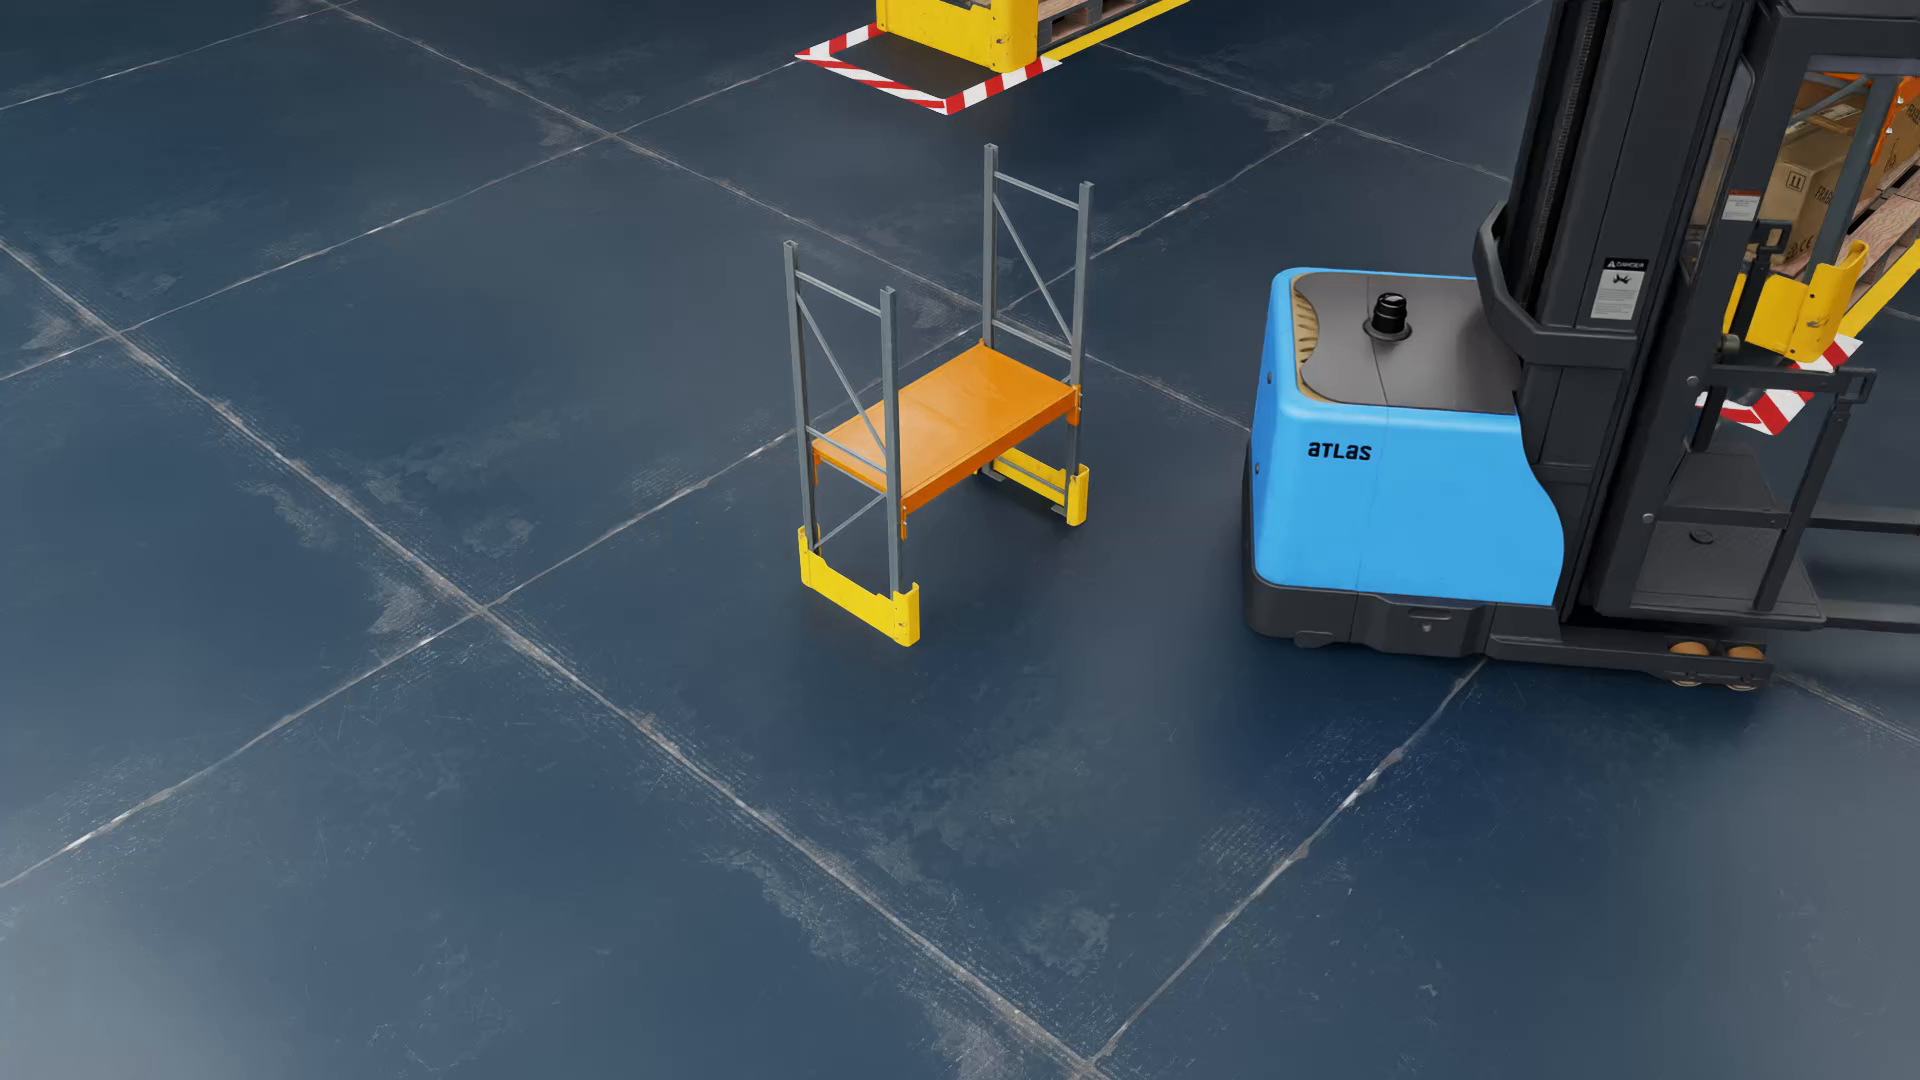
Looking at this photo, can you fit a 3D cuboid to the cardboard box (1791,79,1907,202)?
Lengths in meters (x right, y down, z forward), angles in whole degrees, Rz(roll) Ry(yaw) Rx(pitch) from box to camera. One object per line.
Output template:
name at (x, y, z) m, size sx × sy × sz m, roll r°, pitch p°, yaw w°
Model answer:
cardboard box at (4.420, -2.031, 8.566) m, size 0.500 × 0.500 × 0.500 m, roll -22°, pitch 43°, yaw -25°

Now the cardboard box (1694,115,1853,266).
cardboard box at (4.042, -1.742, 8.202) m, size 0.500 × 0.500 × 0.500 m, roll -25°, pitch 45°, yaw -28°

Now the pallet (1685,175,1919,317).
pallet at (4.234, -1.578, 8.565) m, size 1.003 × 0.211 × 1.213 m, roll 30°, pitch 47°, yaw 32°

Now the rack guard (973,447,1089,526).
rack guard at (0.285, -0.292, 6.916) m, size 0.587 × 0.250 × 0.087 m, roll 30°, pitch 47°, yaw 32°

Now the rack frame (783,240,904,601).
rack frame at (-0.401, -0.314, 5.940) m, size 0.500 × 1.500 × 0.032 m, roll 30°, pitch 47°, yaw 32°

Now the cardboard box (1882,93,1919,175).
cardboard box at (4.856, -2.311, 8.917) m, size 0.500 × 0.500 × 0.500 m, roll -29°, pitch 47°, yaw -32°

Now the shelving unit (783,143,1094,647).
shelving unit at (-0.051, -0.552, 6.239) m, size 0.587 × 1.500 × 1.083 m, roll 30°, pitch 47°, yaw 32°

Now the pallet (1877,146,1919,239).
pallet at (5.057, -2.136, 9.267) m, size 1.003 × 0.211 × 1.213 m, roll 30°, pitch 47°, yaw 32°

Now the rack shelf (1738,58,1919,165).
rack shelf at (4.957, -2.914, 8.582) m, size 1.077 × 0.370 × 4.000 m, roll 30°, pitch 47°, yaw 32°

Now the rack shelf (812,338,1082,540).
rack shelf at (-0.058, -0.407, 6.346) m, size 0.538 × 0.185 × 1.000 m, roll 30°, pitch 47°, yaw 32°

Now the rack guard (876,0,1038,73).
rack guard at (-0.031, -3.433, 10.665) m, size 1.175 × 0.500 × 0.348 m, roll 30°, pitch 47°, yaw 32°

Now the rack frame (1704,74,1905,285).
rack frame at (3.608, -2.277, 7.203) m, size 1.000 × 3.000 × 0.127 m, roll 30°, pitch 47°, yaw 32°

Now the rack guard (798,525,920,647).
rack guard at (-0.387, 0.166, 6.340) m, size 0.587 × 0.250 × 0.087 m, roll 30°, pitch 47°, yaw 32°

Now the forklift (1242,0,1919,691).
forklift at (2.628, -0.950, 5.590) m, size 3.031 × 2.935 × 1.130 m, roll 4°, pitch 39°, yaw 5°

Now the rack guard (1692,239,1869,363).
rack guard at (3.659, -1.333, 8.025) m, size 1.175 × 0.500 × 0.348 m, roll 30°, pitch 47°, yaw 32°

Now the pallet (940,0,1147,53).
pallet at (0.521, -3.690, 11.221) m, size 1.003 × 0.211 × 1.213 m, roll 30°, pitch 47°, yaw 32°

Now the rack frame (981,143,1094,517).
rack frame at (0.285, -0.781, 6.528) m, size 0.500 × 1.500 × 0.032 m, roll 30°, pitch 47°, yaw 32°
